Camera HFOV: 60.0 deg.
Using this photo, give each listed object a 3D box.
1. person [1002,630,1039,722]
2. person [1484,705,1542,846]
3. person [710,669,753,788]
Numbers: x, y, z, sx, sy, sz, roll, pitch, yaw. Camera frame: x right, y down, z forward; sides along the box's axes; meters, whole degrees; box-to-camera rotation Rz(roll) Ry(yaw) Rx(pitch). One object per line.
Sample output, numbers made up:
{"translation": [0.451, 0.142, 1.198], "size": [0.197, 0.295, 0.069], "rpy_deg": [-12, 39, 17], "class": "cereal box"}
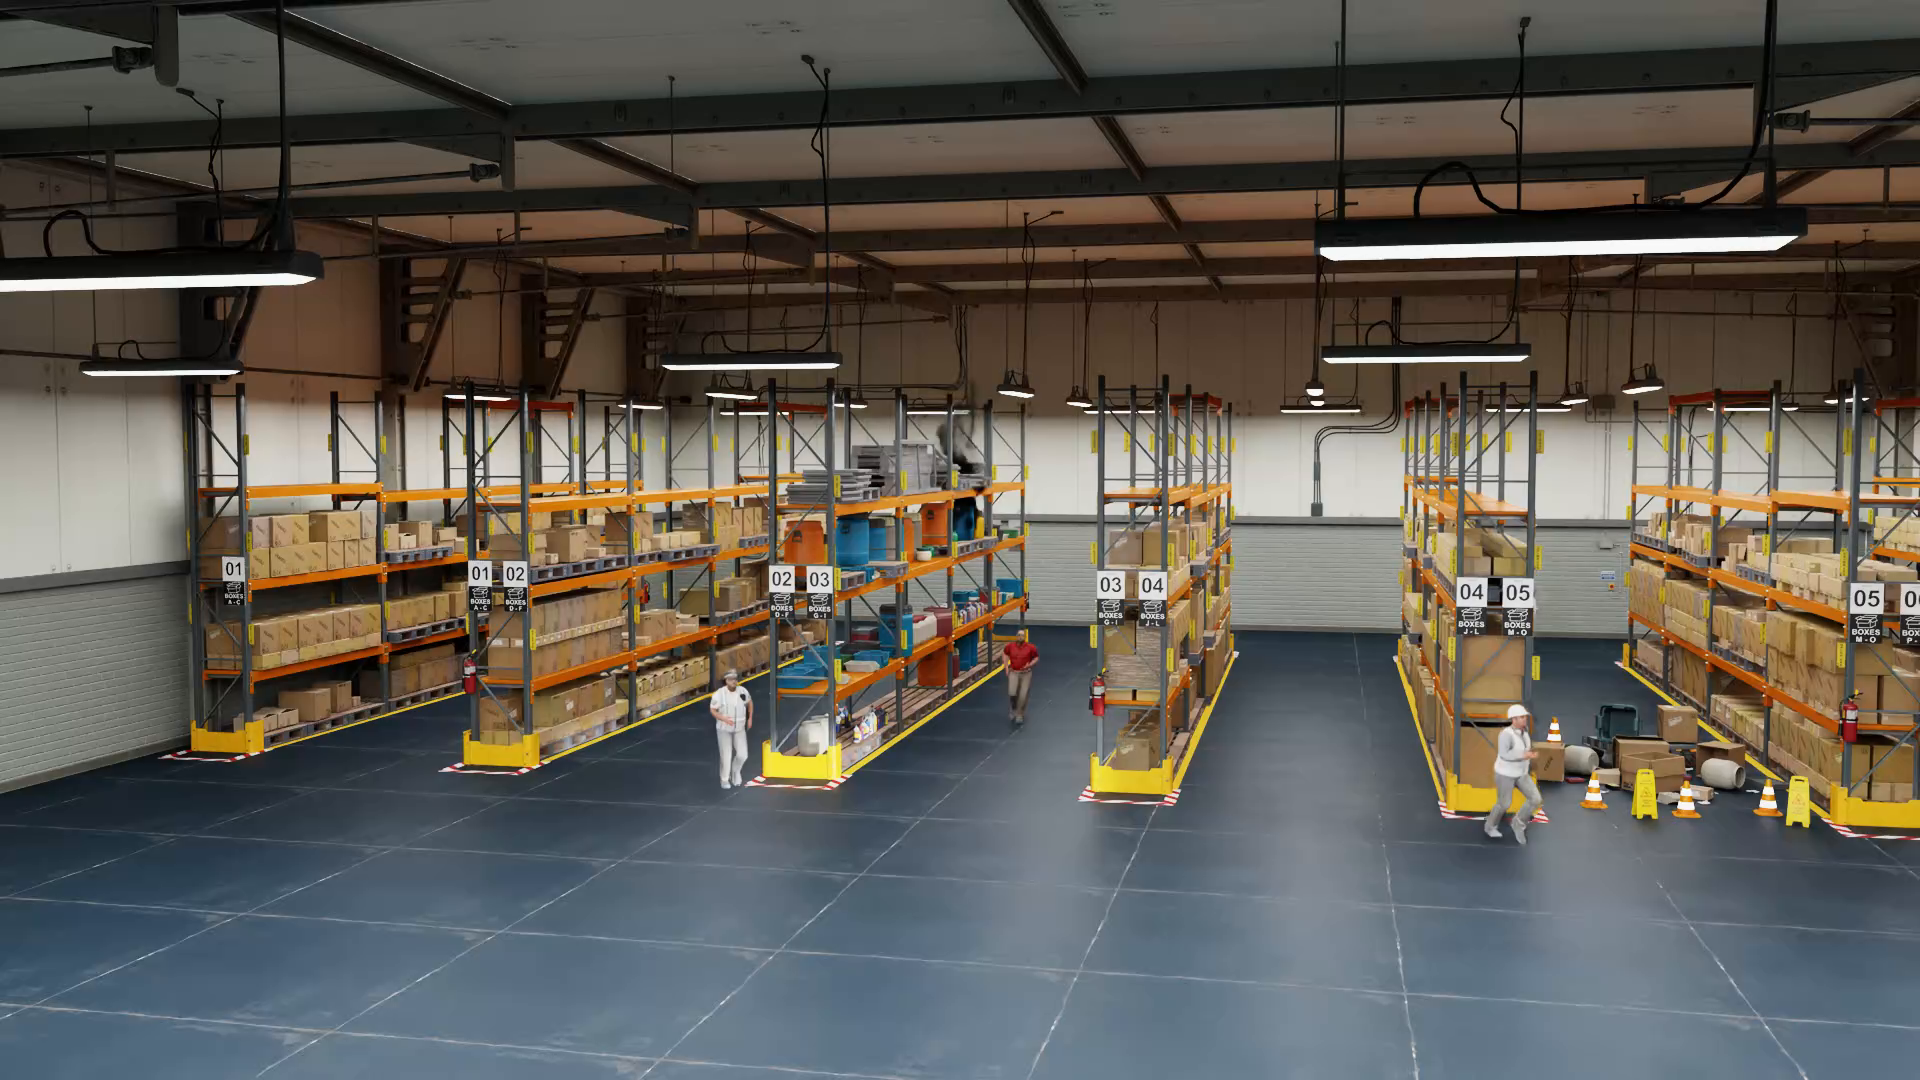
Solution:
{"translation": [1.080, 2.447, 29.845], "size": [0.662, 1.682, 0.641], "rpy_deg": [0, 3, 4], "class": "person"}
{"translation": [6.921, 2.928, 20.805], "size": [0.682, 1.768, 0.810], "rpy_deg": [-2, 4, -36], "class": "person"}
{"translation": [-3.288, 2.747, 24.211], "size": [0.692, 1.750, 0.625], "rpy_deg": [-1, 4, -24], "class": "person"}
